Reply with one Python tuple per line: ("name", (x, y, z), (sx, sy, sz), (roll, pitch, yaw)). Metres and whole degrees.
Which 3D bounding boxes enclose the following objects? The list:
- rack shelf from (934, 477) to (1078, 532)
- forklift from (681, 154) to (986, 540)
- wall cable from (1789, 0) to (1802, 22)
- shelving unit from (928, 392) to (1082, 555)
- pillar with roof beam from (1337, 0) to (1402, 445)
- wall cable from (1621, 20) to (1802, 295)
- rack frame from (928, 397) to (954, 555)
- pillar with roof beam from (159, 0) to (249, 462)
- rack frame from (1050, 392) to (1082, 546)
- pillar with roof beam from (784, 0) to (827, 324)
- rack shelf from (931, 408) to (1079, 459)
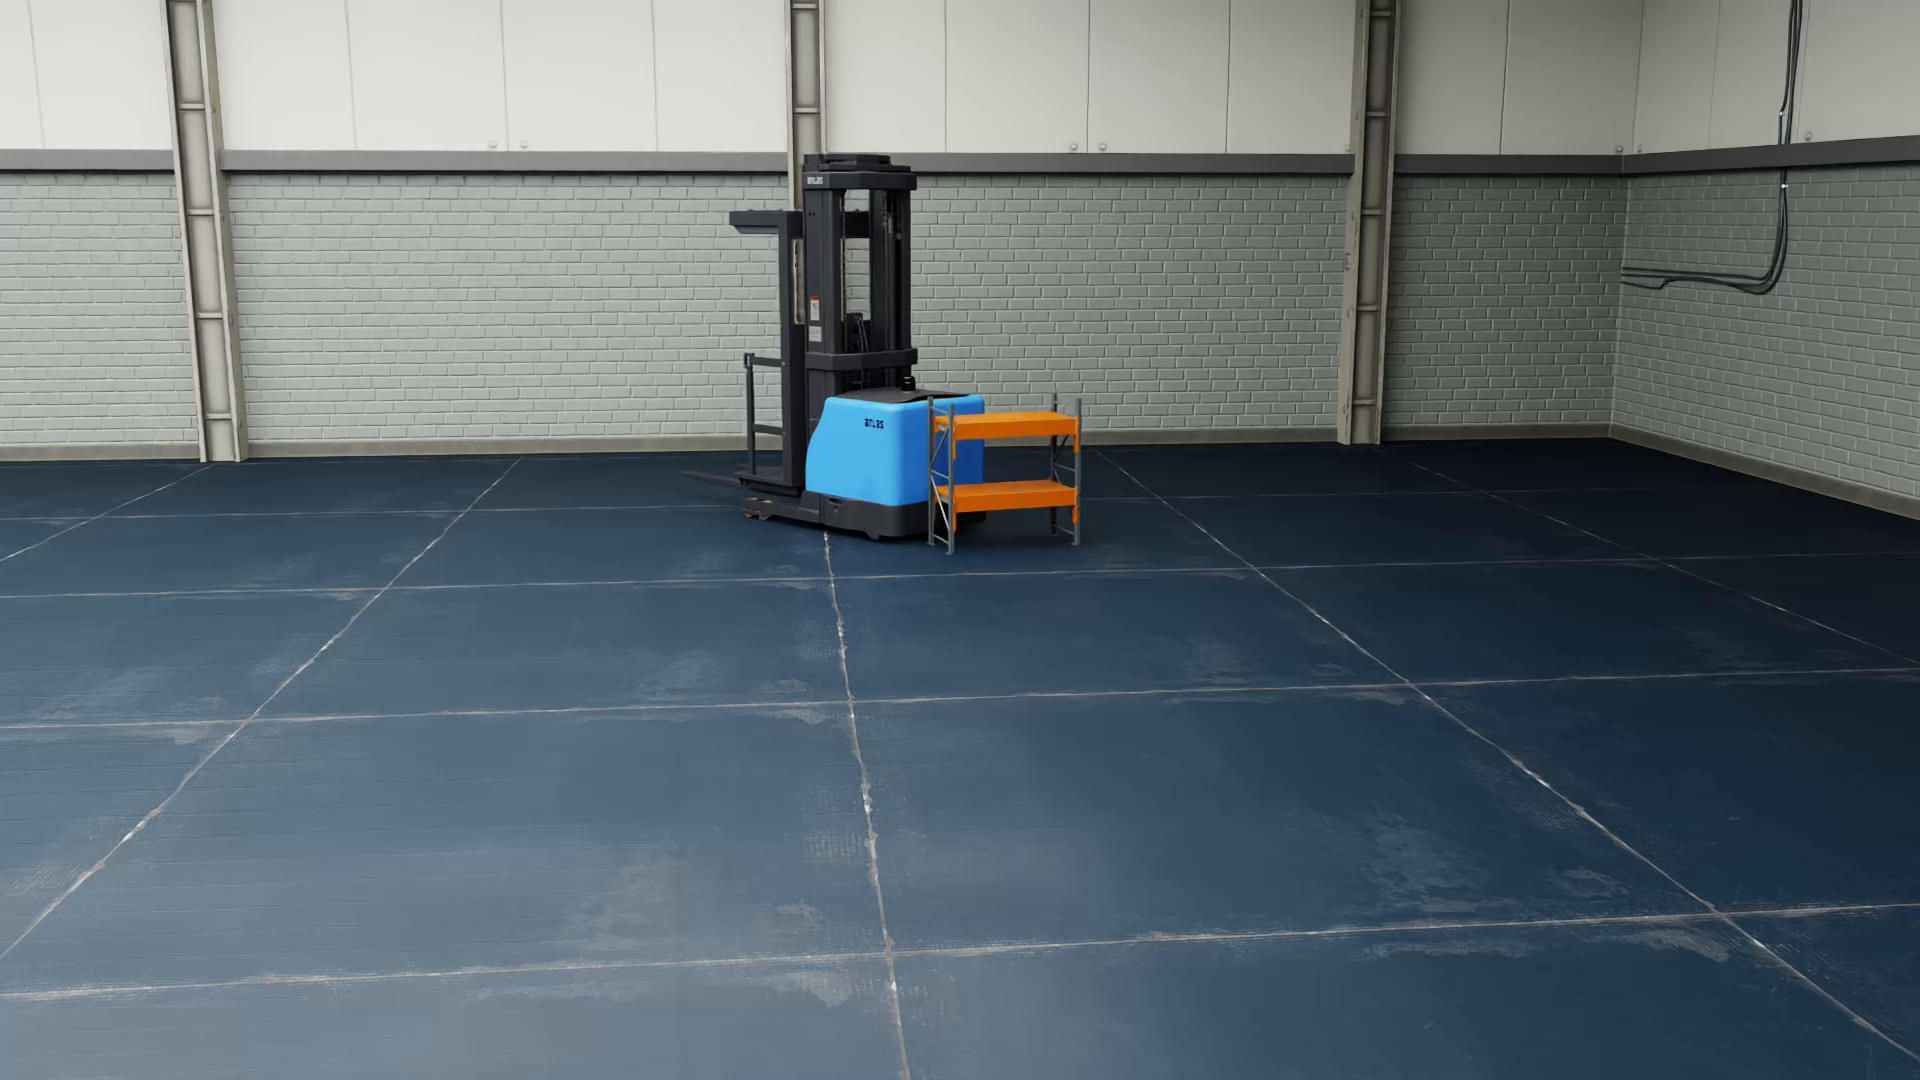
("rack shelf", (0.333, -0.278, 12.634), (1.000, 0.278, 0.538), (-4, 12, -20))
("forklift", (-1.183, -1.662, 13.722), (1.130, 2.935, 3.031), (-11, 15, -43))
("wall cable", (7.755, -5.734, 13.663), (0.112, 2.526, 3.097), (-1, 11, -6))
("shelving unit", (0.333, -0.518, 12.587), (1.048, 1.125, 0.538), (-4, 12, -20))
("pillar with roof beam", (4.856, -4.665, 13.268), (0.400, 9.000, 9.100), (-1, 11, -6))
("wall cable", (7.462, -3.775, 16.789), (0.112, 2.526, 3.097), (-1, 11, -6))
("rack frame", (-0.144, -0.484, 12.414), (0.032, 1.125, 0.500), (-4, 12, -20))
("pillar with roof beam", (-7.074, -4.415, 11.996), (0.400, 9.000, 9.100), (-1, 11, -6))
("rack frame", (0.810, -0.552, 12.759), (0.032, 1.125, 0.500), (-4, 12, -20))
("pillar with roof beam", (-1.109, -4.540, 12.632), (0.400, 9.000, 9.100), (-1, 11, -6))
("rack shelf", (0.333, -0.805, 12.530), (1.000, 0.278, 0.538), (-4, 12, -20))
